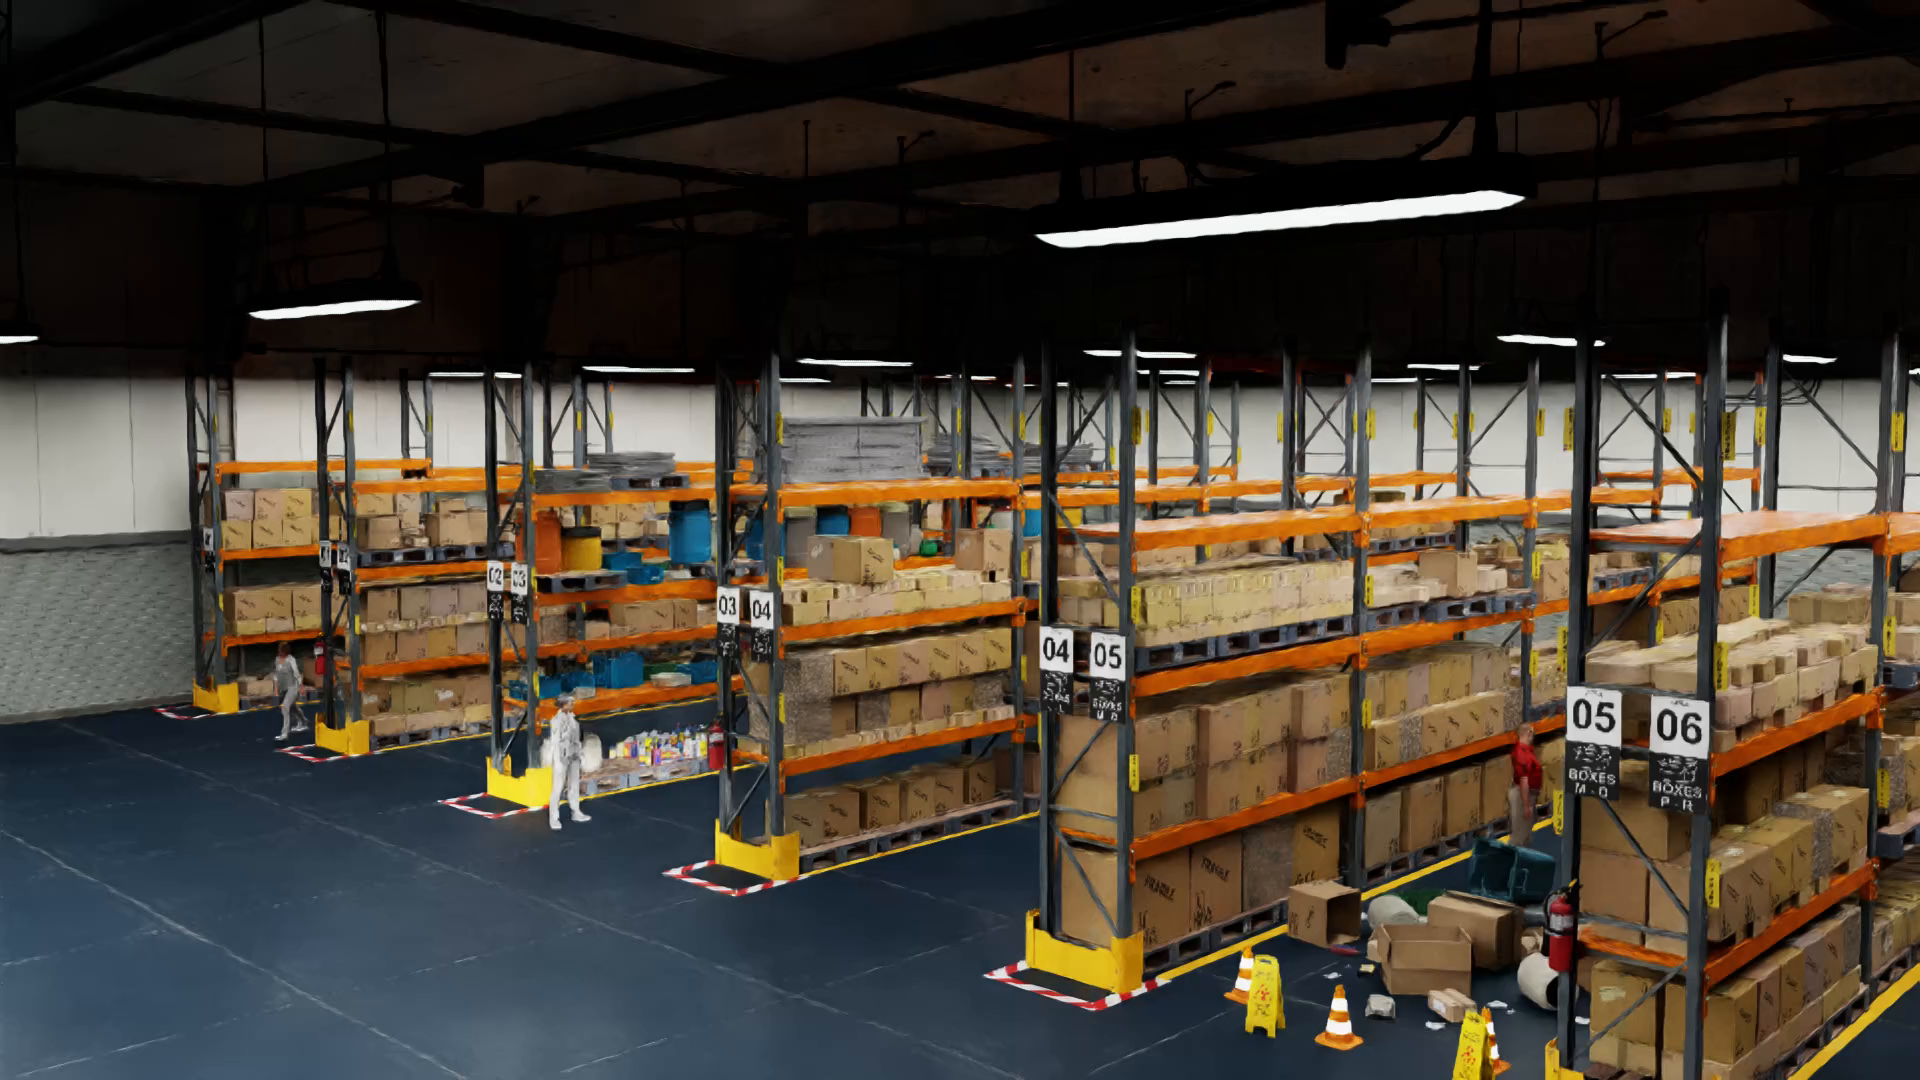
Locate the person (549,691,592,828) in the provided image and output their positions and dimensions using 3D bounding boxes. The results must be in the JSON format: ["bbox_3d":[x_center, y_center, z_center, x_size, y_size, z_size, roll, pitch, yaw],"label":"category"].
[{"bbox_3d":[-4.895,2.721,20.793,0.434,1.684,0.552,2,5,20],"label":"person"}]

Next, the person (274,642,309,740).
[{"bbox_3d":[-10.688,2.365,26.478,0.452,1.533,0.882,2,5,22],"label":"person"}]

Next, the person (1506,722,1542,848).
[{"bbox_3d":[6.288,2.878,18.425,0.456,1.733,0.593,1,5,14],"label":"person"}]
